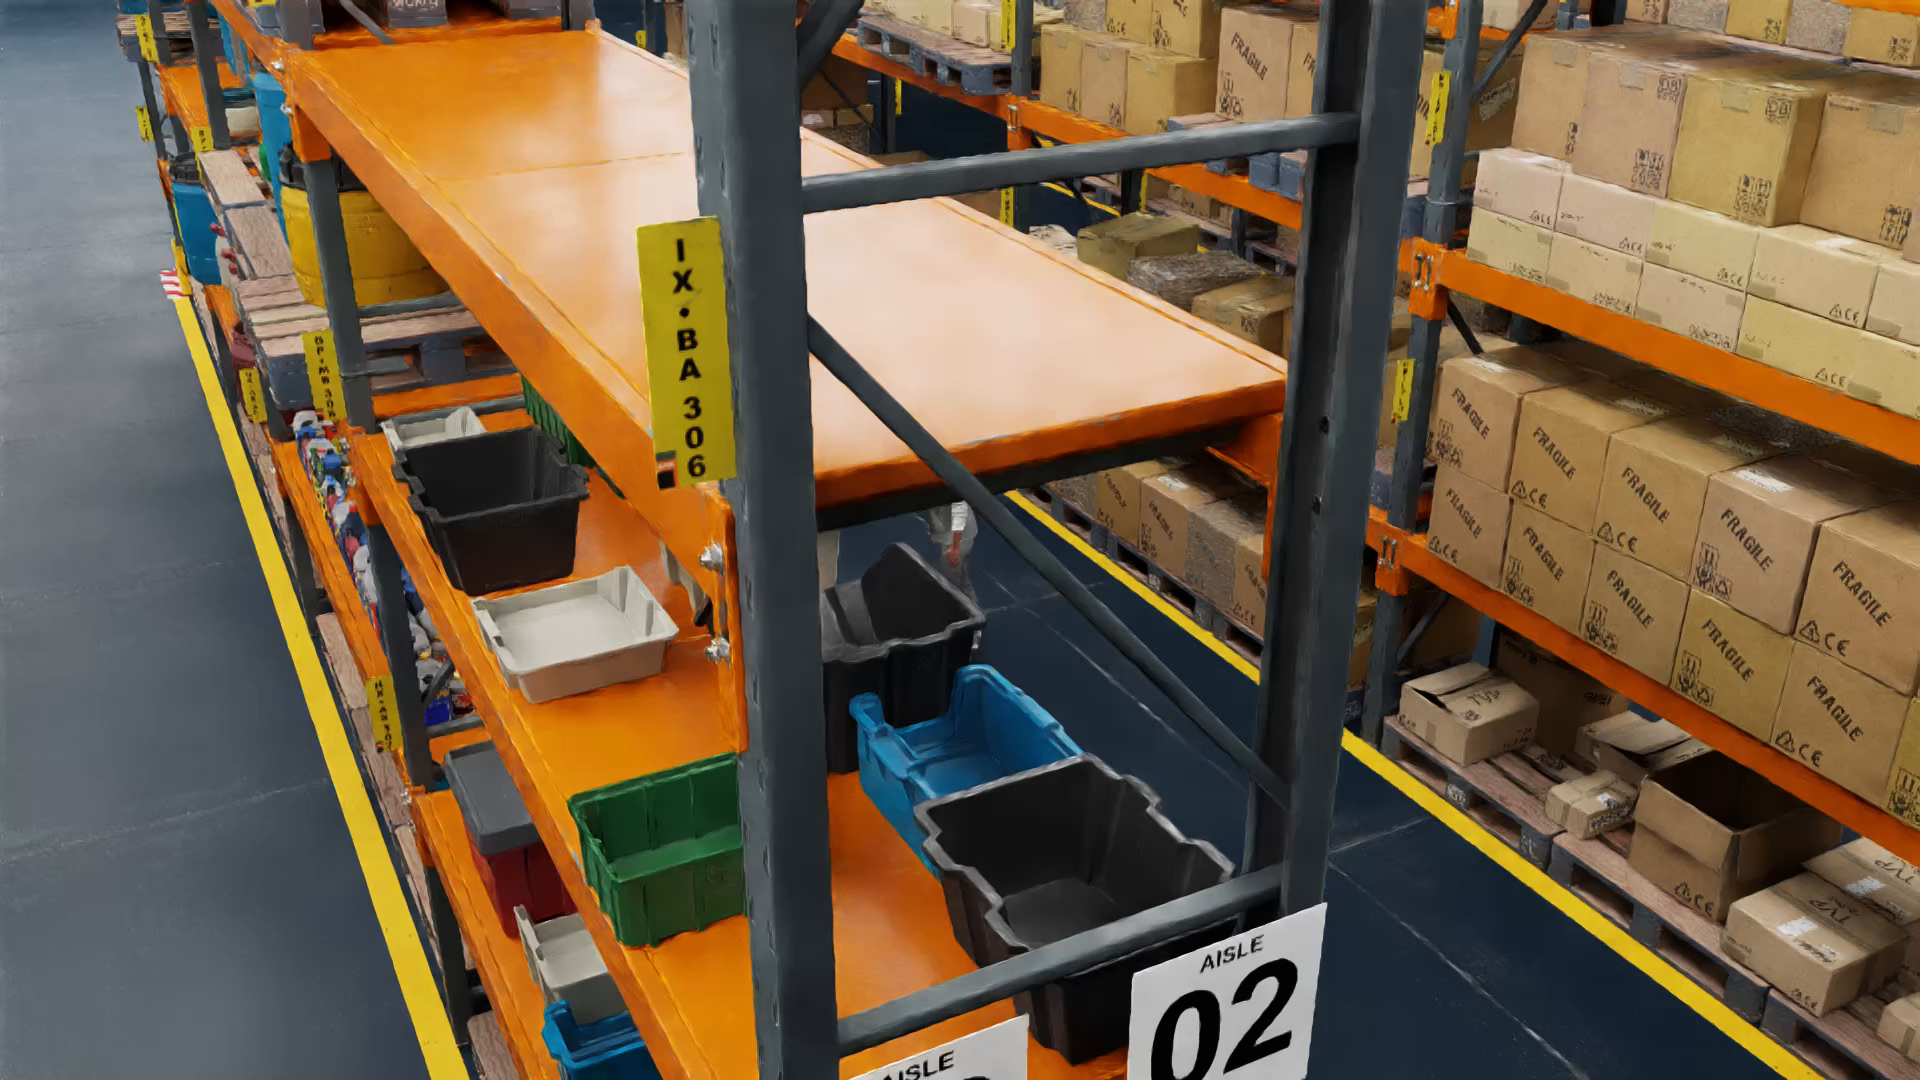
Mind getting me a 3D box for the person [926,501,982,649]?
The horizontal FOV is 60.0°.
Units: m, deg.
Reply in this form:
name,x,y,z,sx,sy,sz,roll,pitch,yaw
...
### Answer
name,x,y,z,sx,sy,sz,roll,pitch,yaw
person,-0.051,-0.034,9.649,0.369,1.600,0.434,-2,26,-5
